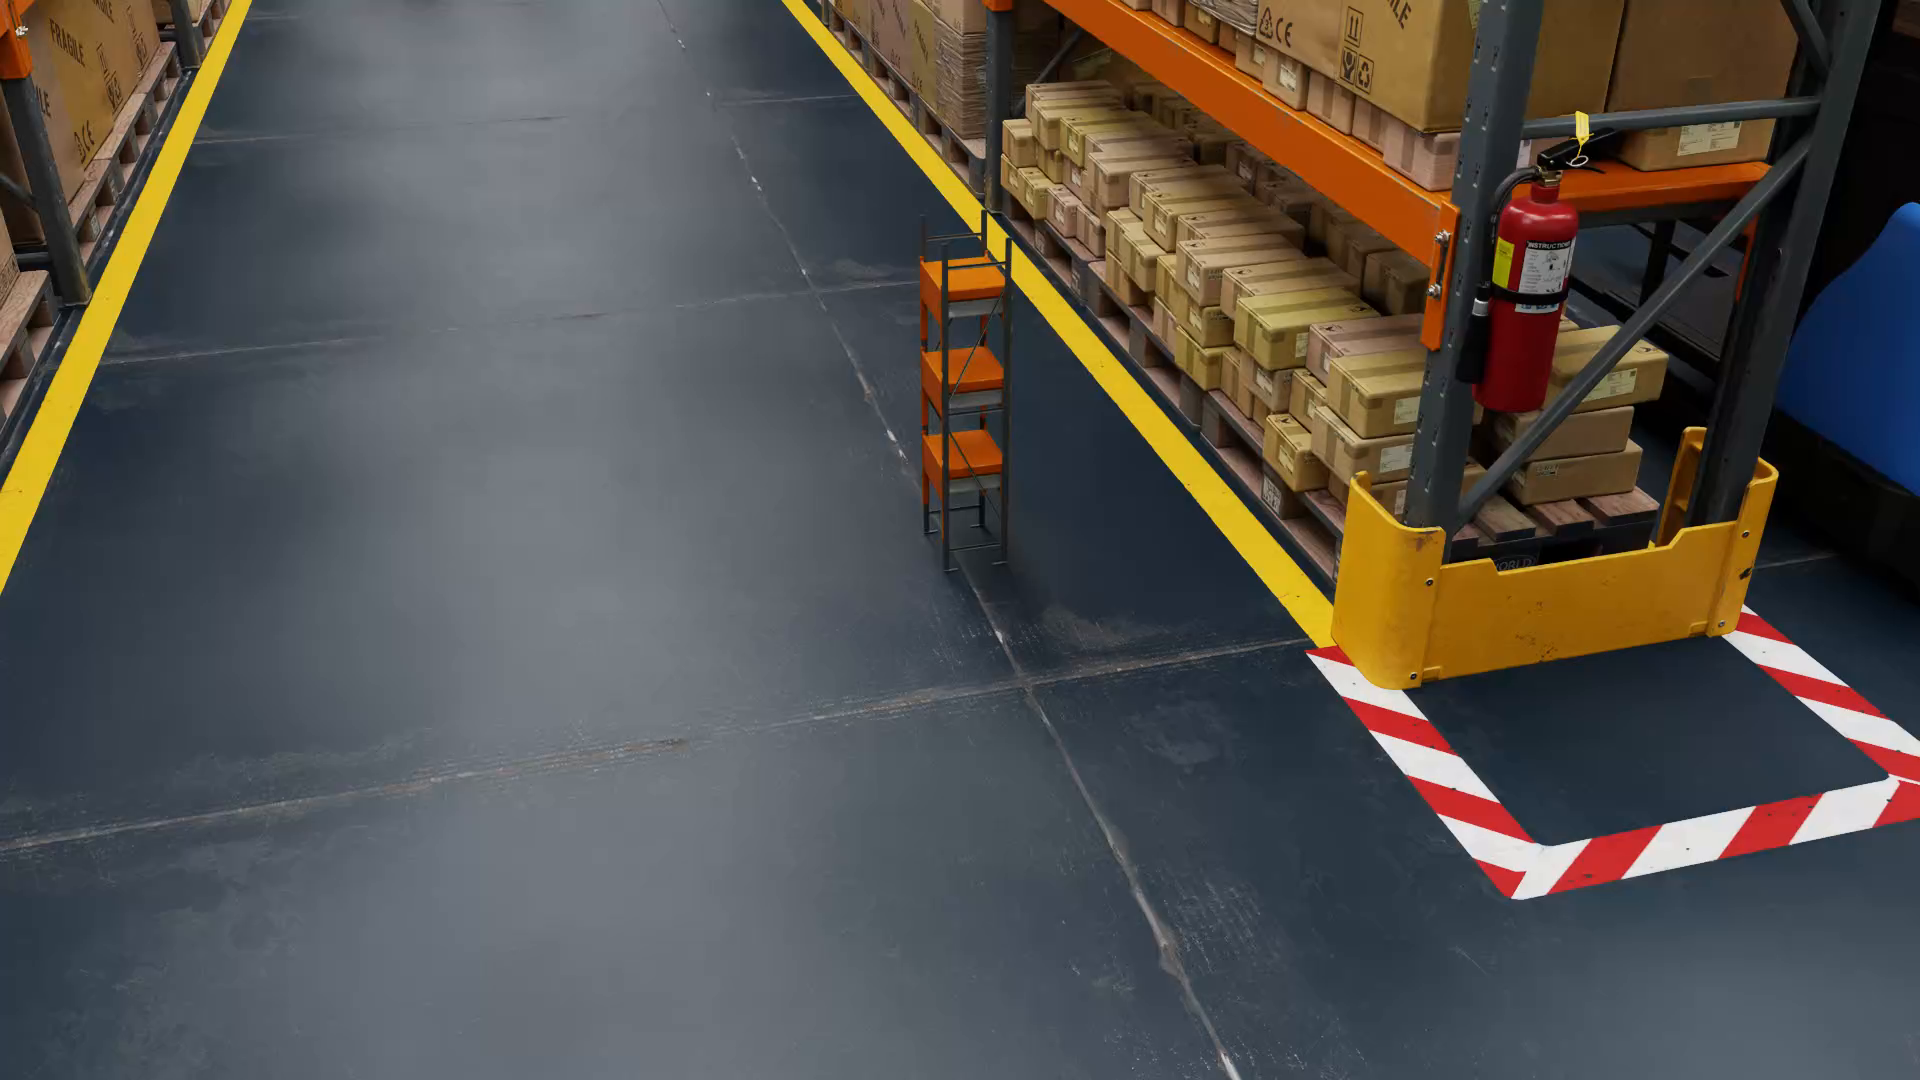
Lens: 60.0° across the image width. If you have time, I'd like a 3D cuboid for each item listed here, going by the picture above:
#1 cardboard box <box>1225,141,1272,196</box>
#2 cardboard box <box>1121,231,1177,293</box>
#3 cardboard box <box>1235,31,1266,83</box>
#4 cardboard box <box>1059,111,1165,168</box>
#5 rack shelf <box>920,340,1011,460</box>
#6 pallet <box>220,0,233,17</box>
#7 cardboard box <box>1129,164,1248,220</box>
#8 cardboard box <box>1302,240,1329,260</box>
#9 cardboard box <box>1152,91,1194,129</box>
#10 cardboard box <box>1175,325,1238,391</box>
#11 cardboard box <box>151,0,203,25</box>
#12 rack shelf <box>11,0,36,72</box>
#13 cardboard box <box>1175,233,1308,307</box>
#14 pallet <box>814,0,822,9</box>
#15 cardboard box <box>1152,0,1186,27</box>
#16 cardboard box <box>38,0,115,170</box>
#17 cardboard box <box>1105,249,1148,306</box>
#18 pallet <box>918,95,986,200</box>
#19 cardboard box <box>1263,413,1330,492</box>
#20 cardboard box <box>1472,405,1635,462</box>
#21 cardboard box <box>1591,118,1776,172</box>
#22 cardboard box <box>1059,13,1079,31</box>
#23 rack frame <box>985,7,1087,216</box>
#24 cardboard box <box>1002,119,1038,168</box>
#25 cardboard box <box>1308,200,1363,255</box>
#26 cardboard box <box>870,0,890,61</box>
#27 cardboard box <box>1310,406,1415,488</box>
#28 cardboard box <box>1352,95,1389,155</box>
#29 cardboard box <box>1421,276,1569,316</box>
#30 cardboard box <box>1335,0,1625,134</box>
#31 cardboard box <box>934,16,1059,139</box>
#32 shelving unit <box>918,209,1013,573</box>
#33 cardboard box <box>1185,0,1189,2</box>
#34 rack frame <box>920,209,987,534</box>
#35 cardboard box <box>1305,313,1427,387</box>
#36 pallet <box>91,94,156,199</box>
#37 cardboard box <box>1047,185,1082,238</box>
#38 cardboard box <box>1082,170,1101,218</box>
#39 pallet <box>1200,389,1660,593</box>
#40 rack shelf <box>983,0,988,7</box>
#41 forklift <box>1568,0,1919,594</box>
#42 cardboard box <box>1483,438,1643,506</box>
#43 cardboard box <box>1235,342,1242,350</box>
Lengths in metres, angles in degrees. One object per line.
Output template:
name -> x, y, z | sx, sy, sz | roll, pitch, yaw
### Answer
cardboard box -> 1.296, -1.513, 6.702 | 0.380, 0.149, 0.250 | -9, 31, -16
cardboard box -> 0.824, -1.053, 6.204 | 0.380, 0.149, 0.250 | -8, 31, -13
cardboard box -> 1.077, -1.511, 5.117 | 0.380, 0.149, 0.250 | -9, 31, -15
cardboard box -> 0.640, -1.691, 7.010 | 0.380, 0.149, 0.250 | -8, 31, -14
rack shelf -> 0.014, -0.419, 4.948 | 0.215, 0.259, 0.240 | -8, 31, -13
pallet -> -5.716, -3.920, 11.812 | 1.003, 0.211, 1.213 | -8, 31, -13
cardboard box -> 0.872, -1.314, 6.358 | 0.380, 0.149, 0.250 | -9, 31, -15
cardboard box -> 1.382, -0.994, 6.102 | 0.380, 0.149, 0.250 | -6, 31, -11
cardboard box -> 1.069, -1.886, 7.347 | 0.380, 0.149, 0.250 | -7, 31, -13
cardboard box -> 0.979, -0.661, 5.824 | 0.380, 0.149, 0.250 | -9, 31, -15
cardboard box -> -5.330, -3.480, 10.472 | 0.950, 0.372, 0.625 | -10, 32, -17
rack shelf -> -4.659, -2.884, 7.956 | 1.077, 0.370, 4.000 | -8, 31, -13
cardboard box -> 0.959, -0.925, 5.686 | 0.380, 0.149, 0.250 | -7, 31, -11
pallet -> -0.581, -4.052, 12.040 | 1.003, 0.211, 1.213 | -8, 31, -13
cardboard box -> 0.889, -1.894, 5.779 | 0.380, 0.149, 0.250 | -7, 31, -11
cardboard box -> -4.617, -2.216, 7.785 | 0.875, 0.875, 0.875 | -7, 31, -12
cardboard box -> 0.788, -1.044, 6.487 | 0.380, 0.149, 0.250 | -9, 31, -15
pallet -> 0.409, -2.105, 8.677 | 1.003, 0.211, 1.213 | -8, 31, -13
cardboard box -> 1.172, -0.290, 5.183 | 0.380, 0.149, 0.250 | -7, 31, -12
cardboard box -> 1.788, -0.368, 5.022 | 0.380, 0.149, 0.250 | -7, 31, -11
cardboard box -> 1.909, -1.096, 4.399 | 0.380, 0.149, 0.250 | -8, 31, -14
cardboard box -> 0.676, -2.753, 8.339 | 0.500, 0.250, 0.500 | -9, 31, -15
rack frame -> 0.617, -2.936, 7.329 | 1.000, 3.000, 0.127 | -8, 31, -13
cardboard box -> 0.405, -1.795, 7.487 | 0.380, 0.149, 0.250 | -6, 31, -11
cardboard box -> 1.499, -1.141, 6.060 | 0.380, 0.149, 0.250 | -7, 31, -13
cardboard box -> -0.225, -3.103, 9.693 | 0.500, 0.500, 0.500 | -9, 31, -15
cardboard box -> 1.264, -0.298, 4.900 | 0.380, 0.149, 0.250 | -9, 31, -15
cardboard box -> 1.290, -1.141, 4.477 | 0.380, 0.149, 0.250 | -8, 31, -13
cardboard box -> 1.735, -0.764, 5.408 | 0.380, 0.149, 0.250 | -8, 31, -13
cardboard box -> 1.312, -1.359, 4.207 | 0.500, 0.500, 0.500 | -7, 31, -12
cardboard box -> 0.178, -2.360, 8.409 | 0.500, 0.500, 0.500 | -8, 31, -14
shelving unit -> 0.014, -0.429, 4.942 | 0.215, 1.050, 0.252 | -8, 31, -13
cardboard box -> 0.914, -2.094, 5.478 | 0.500, 0.500, 0.500 | -6, 31, -11
rack frame -> -0.018, -0.487, 5.044 | 0.200, 1.050, 0.008 | -8, 31, -13
cardboard box -> 1.283, -0.561, 5.057 | 0.380, 0.149, 0.250 | -7, 31, -12
pallet -> -4.733, -1.975, 8.452 | 1.003, 0.211, 1.213 | -8, 31, -13
cardboard box -> 0.591, -1.424, 7.142 | 0.380, 0.149, 0.250 | -8, 31, -14
cardboard box -> 0.727, -1.441, 6.876 | 0.380, 0.149, 0.250 | -9, 31, -16
pallet -> 1.477, -0.231, 5.439 | 1.003, 0.211, 1.213 | -8, 31, -13
rack shelf -> 0.087, -3.591, 9.178 | 1.077, 0.370, 4.000 | -8, 31, -13
forklift -> 3.009, -1.720, 5.295 | 1.130, 2.935, 3.031 | -7, 31, -13
cardboard box -> 1.849, -0.248, 5.111 | 0.380, 0.149, 0.250 | -7, 31, -12
cardboard box -> 1.152, -0.692, 5.581 | 0.380, 0.149, 0.250 | -8, 31, -14
